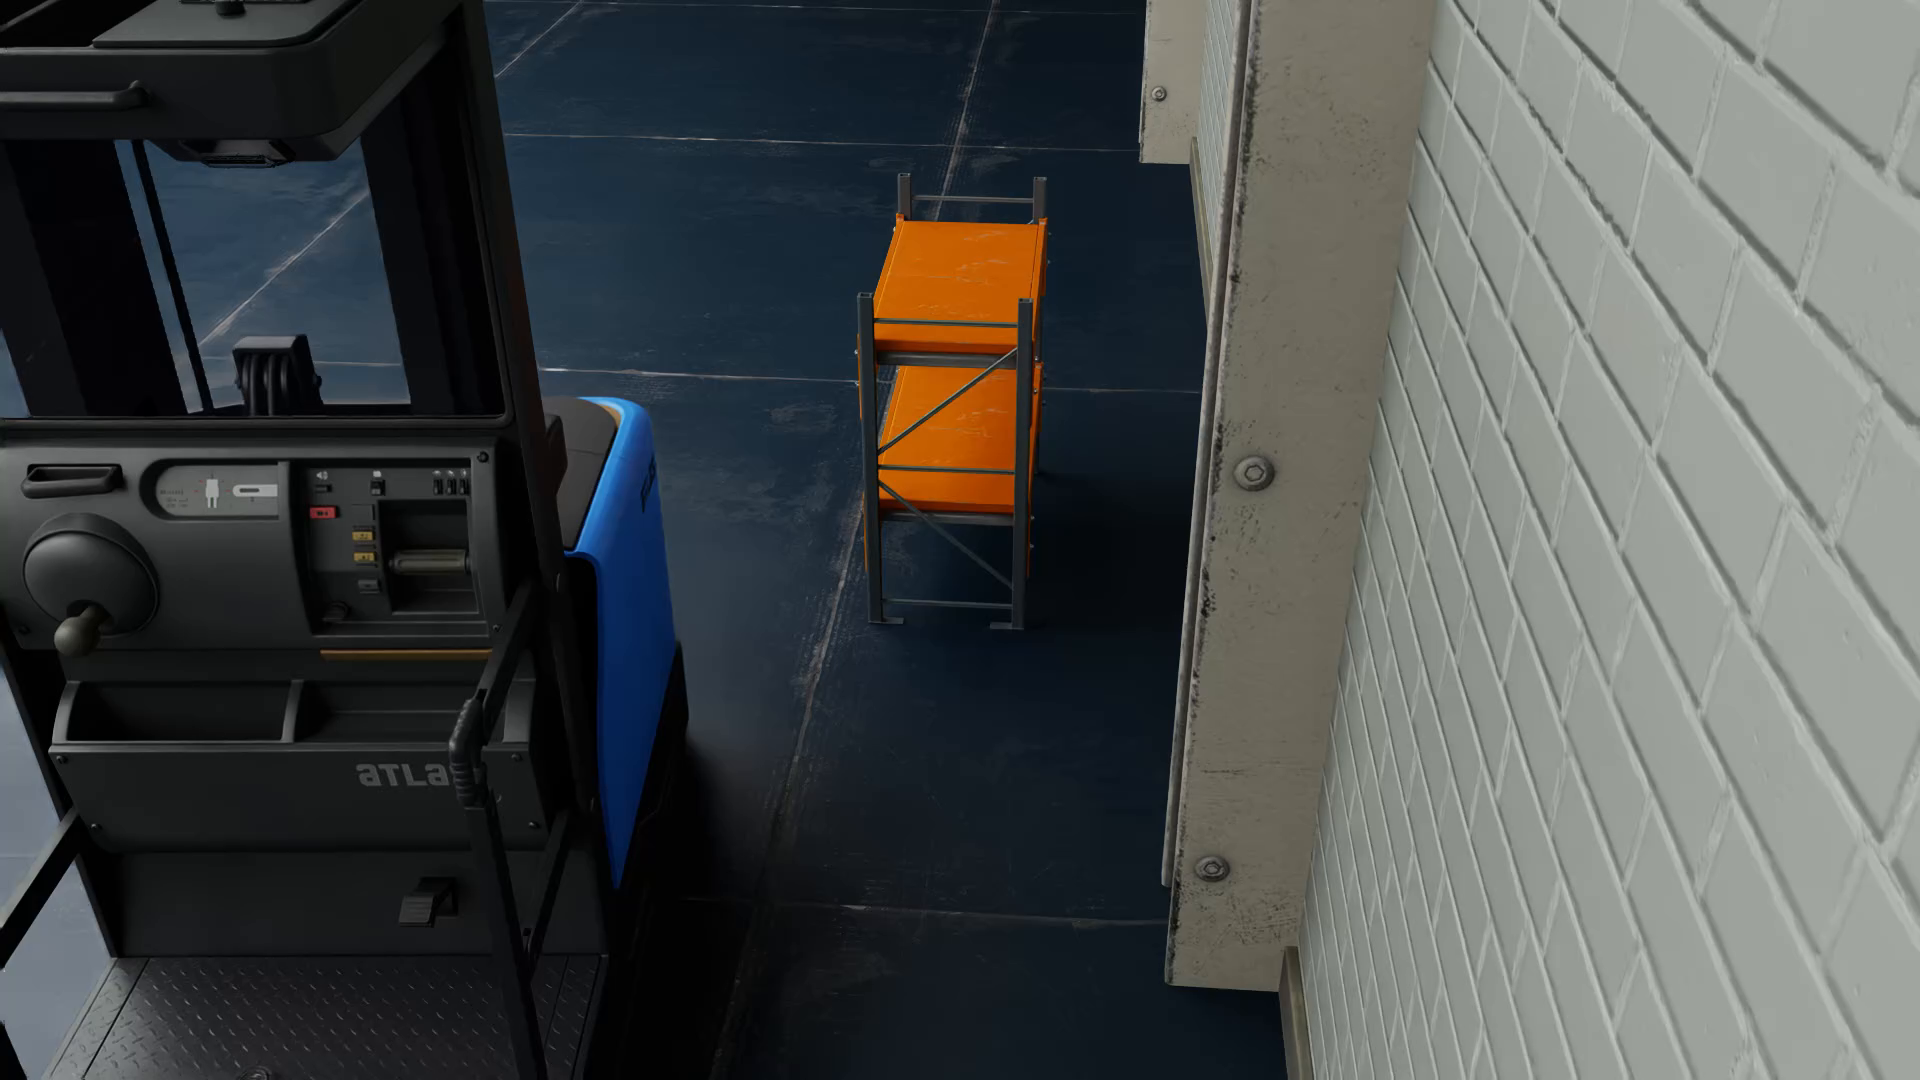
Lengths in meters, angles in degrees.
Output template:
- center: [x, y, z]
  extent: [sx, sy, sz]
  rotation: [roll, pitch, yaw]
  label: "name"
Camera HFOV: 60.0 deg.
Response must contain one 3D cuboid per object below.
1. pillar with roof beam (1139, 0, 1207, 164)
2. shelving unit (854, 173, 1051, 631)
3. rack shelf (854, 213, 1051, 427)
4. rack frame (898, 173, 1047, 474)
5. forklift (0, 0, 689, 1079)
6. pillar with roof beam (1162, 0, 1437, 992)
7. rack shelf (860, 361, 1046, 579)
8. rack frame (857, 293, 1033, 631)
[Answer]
- center: [-3.137, -6.177, 7.197]
  extent: [9.100, 9.000, 0.400]
  rotation: [2, 32, 4]
  label: "pillar with roof beam"
- center: [-0.001, -0.475, 5.449]
  extent: [0.538, 1.125, 1.048]
  rotation: [2, 32, 4]
  label: "shelving unit"
- center: [-0.001, -0.725, 5.296]
  extent: [0.538, 0.278, 1.000]
  rotation: [2, 32, 4]
  label: "rack shelf"
- center: [0.041, -0.741, 5.880]
  extent: [0.500, 1.125, 0.032]
  rotation: [2, 32, 4]
  label: "rack frame"
- center: [-1.297, 0.066, 2.849]
  extent: [1.130, 2.935, 3.031]
  rotation: [0, 32, 0]
  label: "forklift"
- center: [-3.626, -3.040, 2.106]
  extent: [9.100, 9.000, 0.400]
  rotation: [2, 32, 4]
  label: "pillar with roof beam"
- center: [-0.001, -0.267, 5.577]
  extent: [0.538, 0.278, 1.000]
  rotation: [2, 32, 4]
  label: "rack shelf"
- center: [-0.042, -0.210, 5.018]
  extent: [0.500, 1.125, 0.032]
  rotation: [2, 32, 4]
  label: "rack frame"
